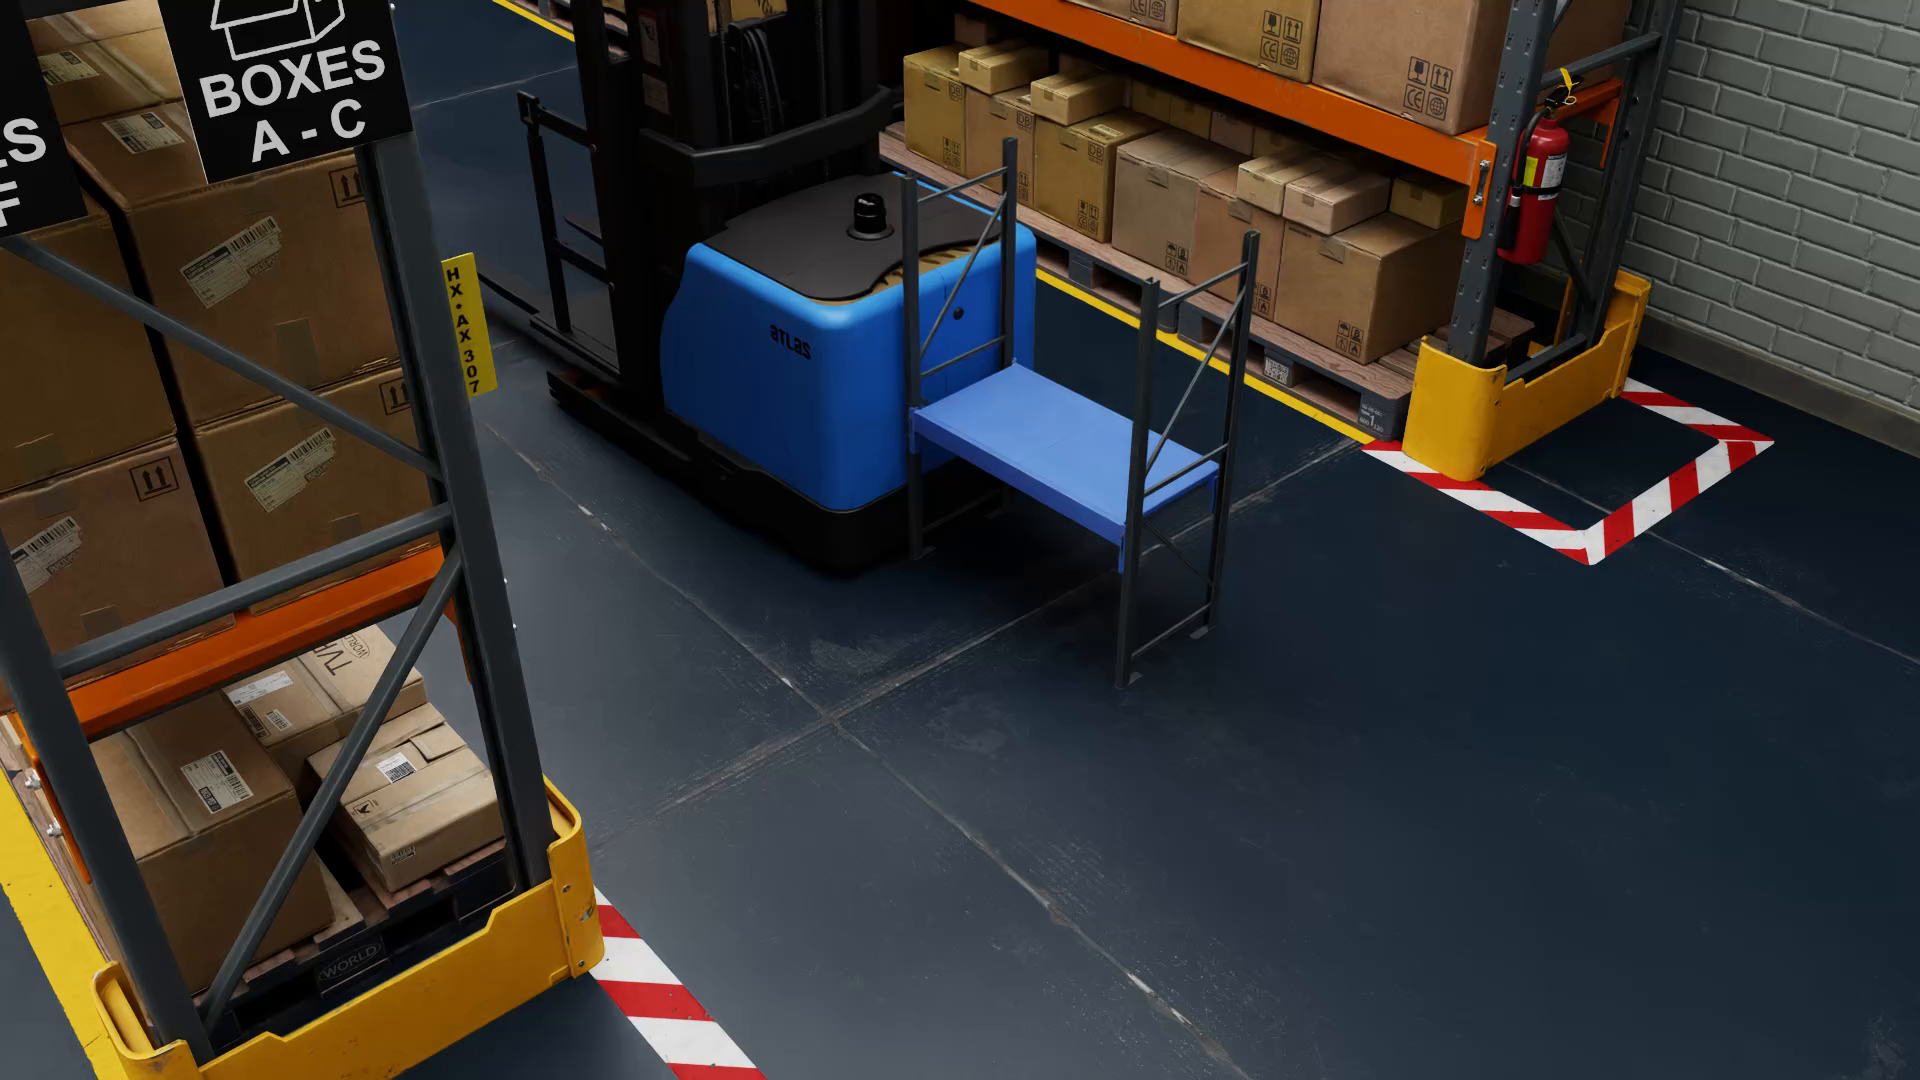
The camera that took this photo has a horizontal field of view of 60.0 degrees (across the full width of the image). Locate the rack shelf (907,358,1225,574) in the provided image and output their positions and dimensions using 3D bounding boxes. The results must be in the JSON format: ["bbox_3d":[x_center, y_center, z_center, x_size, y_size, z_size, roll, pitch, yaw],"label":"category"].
[{"bbox_3d":[0.354,-0.278,5.656,0.538,0.185,1.000,-29,44,-34],"label":"rack shelf"}]

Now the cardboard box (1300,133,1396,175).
[{"bbox_3d":[1.689,-1.674,7.256,0.380,0.149,0.250,-26,43,-32],"label":"cardboard box"}]

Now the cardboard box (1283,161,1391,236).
[{"bbox_3d":[1.561,-1.420,6.897,0.380,0.149,0.250,-27,43,-32],"label":"cardboard box"}]

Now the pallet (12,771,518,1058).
[{"bbox_3d":[-2.034,0.859,4.855,1.003,0.211,1.213,-26,43,-32],"label":"pallet"}]

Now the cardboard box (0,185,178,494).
[{"bbox_3d":[-1.967,-0.437,3.319,0.500,0.500,0.500,-26,43,-32],"label":"cardboard box"}]

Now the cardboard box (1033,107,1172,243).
[{"bbox_3d":[0.786,-1.841,8.054,0.700,0.500,0.500,-25,42,-31],"label":"cardboard box"}]

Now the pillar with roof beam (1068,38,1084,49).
[{"bbox_3d":[-2.446,-4.365,4.628,9.100,9.000,0.400,-26,43,-32],"label":"pillar with roof beam"}]

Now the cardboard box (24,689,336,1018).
[{"bbox_3d":[-2.009,0.799,4.309,0.500,0.500,0.500,-26,43,-32],"label":"cardboard box"}]

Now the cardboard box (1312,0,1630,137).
[{"bbox_3d":[1.975,-2.087,6.342,0.980,0.700,0.700,-24,42,-30],"label":"cardboard box"}]

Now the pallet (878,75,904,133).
[{"bbox_3d":[-0.825,-2.684,9.857,1.003,0.211,1.213,-26,43,-32],"label":"pallet"}]

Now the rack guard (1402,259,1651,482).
[{"bbox_3d":[2.327,-0.712,6.823,1.175,0.500,0.348,-26,43,-32],"label":"rack guard"}]

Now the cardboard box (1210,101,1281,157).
[{"bbox_3d":[1.364,-1.896,7.570,0.380,0.149,0.250,-25,42,-31],"label":"cardboard box"}]

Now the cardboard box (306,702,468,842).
[{"bbox_3d":[-1.639,0.659,4.794,0.380,0.166,0.250,-26,43,-32],"label":"cardboard box"}]

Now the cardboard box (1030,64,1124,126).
[{"bbox_3d":[0.553,-2.107,7.868,0.380,0.149,0.250,-27,44,-33],"label":"cardboard box"}]

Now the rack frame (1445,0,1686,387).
[{"bbox_3d":[2.312,-1.743,6.116,1.000,3.000,0.127,-26,43,-32],"label":"rack frame"}]

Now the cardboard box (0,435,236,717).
[{"bbox_3d":[-1.967,-0.031,3.612,0.500,0.500,0.500,-25,42,-30],"label":"cardboard box"}]

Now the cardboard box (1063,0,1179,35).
[{"bbox_3d":[1.012,-2.744,7.270,0.980,0.700,0.700,-28,44,-34],"label":"cardboard box"}]

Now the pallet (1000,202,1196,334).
[{"bbox_3d":[0.953,-1.467,8.139,1.003,0.211,1.213,-26,43,-32],"label":"pallet"}]

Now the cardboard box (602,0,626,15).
[{"bbox_3d":[-1.916,-3.806,10.526,0.750,0.750,0.750,-26,43,-32],"label":"cardboard box"}]

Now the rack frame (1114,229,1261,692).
[{"bbox_3d":[0.705,-0.212,5.252,0.500,1.500,0.032,-29,44,-34],"label":"rack frame"}]

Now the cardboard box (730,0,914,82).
[{"bbox_3d":[-0.788,-3.042,9.446,0.750,0.750,0.750,-25,43,-31],"label":"cardboard box"}]

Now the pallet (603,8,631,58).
[{"bbox_3d":[-1.617,-3.223,10.618,1.003,0.211,1.213,-26,43,-32],"label":"pallet"}]

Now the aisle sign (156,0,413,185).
[{"bbox_3d":[-1.202,-1.034,2.865,0.394,0.787,0.004,-26,43,-32],"label":"aisle sign"}]

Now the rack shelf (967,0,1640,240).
[{"bbox_3d":[1.021,-2.332,7.571,1.077,0.370,4.000,-26,43,-32],"label":"rack shelf"}]

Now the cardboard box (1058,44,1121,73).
[{"bbox_3d":[0.705,-2.347,8.206,0.380,0.149,0.250,-28,44,-33],"label":"cardboard box"}]

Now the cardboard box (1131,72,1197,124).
[{"bbox_3d":[1.034,-2.121,7.888,0.380,0.149,0.250,-27,43,-33],"label":"cardboard box"}]

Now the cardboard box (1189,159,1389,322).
[{"bbox_3d":[1.461,-1.387,7.412,0.700,0.500,0.500,-26,43,-32],"label":"cardboard box"}]

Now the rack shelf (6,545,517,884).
[{"bbox_3d":[-2.761,-0.483,4.959,1.077,0.370,4.000,-26,43,-32],"label":"rack shelf"}]

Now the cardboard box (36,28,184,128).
[{"bbox_3d":[-1.898,-0.865,3.924,0.500,0.500,0.500,-26,43,-31],"label":"cardboard box"}]

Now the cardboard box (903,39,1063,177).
[{"bbox_3d":[0.135,-2.292,8.690,0.700,0.500,0.500,-25,43,-31],"label":"cardboard box"}]

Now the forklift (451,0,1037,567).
[{"bbox_3d":[-1.088,-1.854,6.332,1.130,2.935,3.031,-29,44,-34],"label":"forklift"}]

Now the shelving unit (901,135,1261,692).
[{"bbox_3d":[0.354,-0.425,5.552,0.538,1.500,1.048,-29,44,-34],"label":"shelving unit"}]
